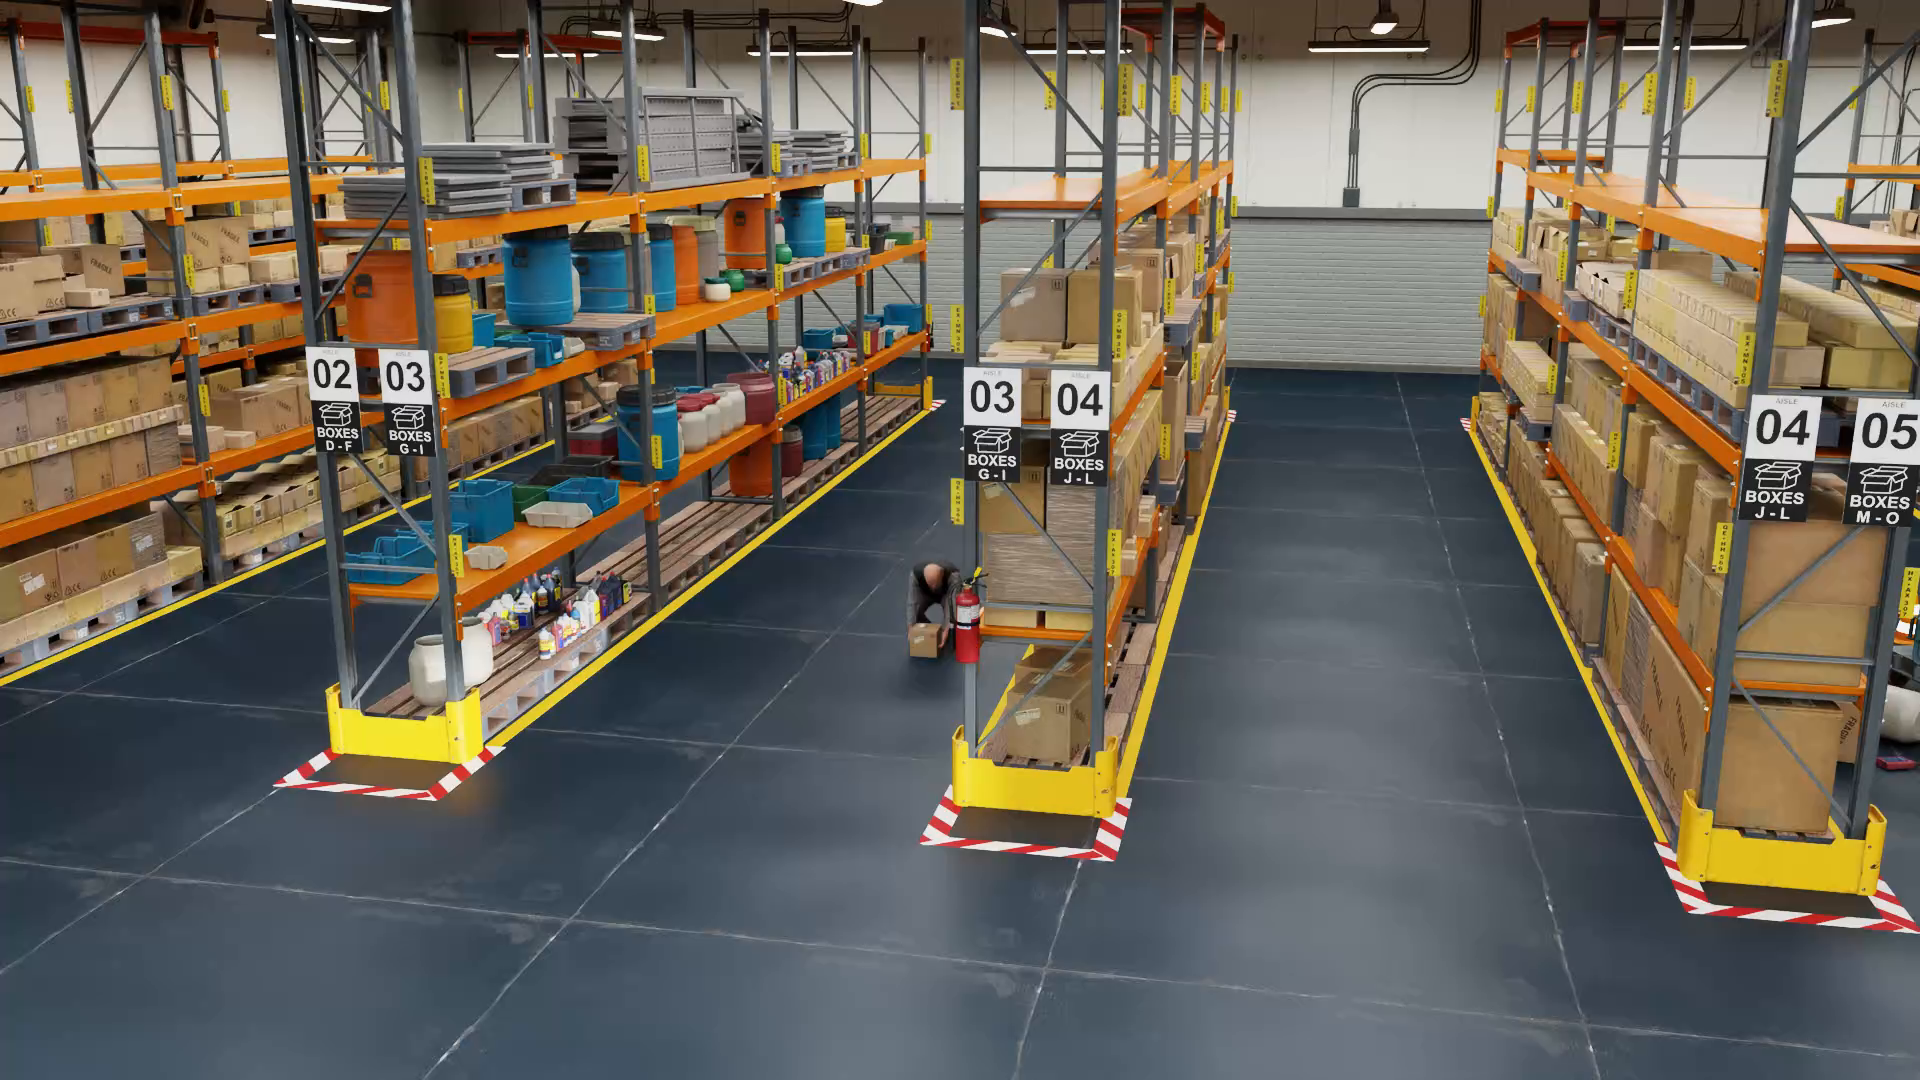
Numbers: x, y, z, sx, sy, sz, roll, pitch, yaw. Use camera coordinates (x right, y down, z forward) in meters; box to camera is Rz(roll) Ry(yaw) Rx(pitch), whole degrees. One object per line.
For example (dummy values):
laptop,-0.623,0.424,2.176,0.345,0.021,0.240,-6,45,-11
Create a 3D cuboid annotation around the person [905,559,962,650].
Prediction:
person,-0.231,0.557,15.651,0.535,0.857,0.871,3,15,11
